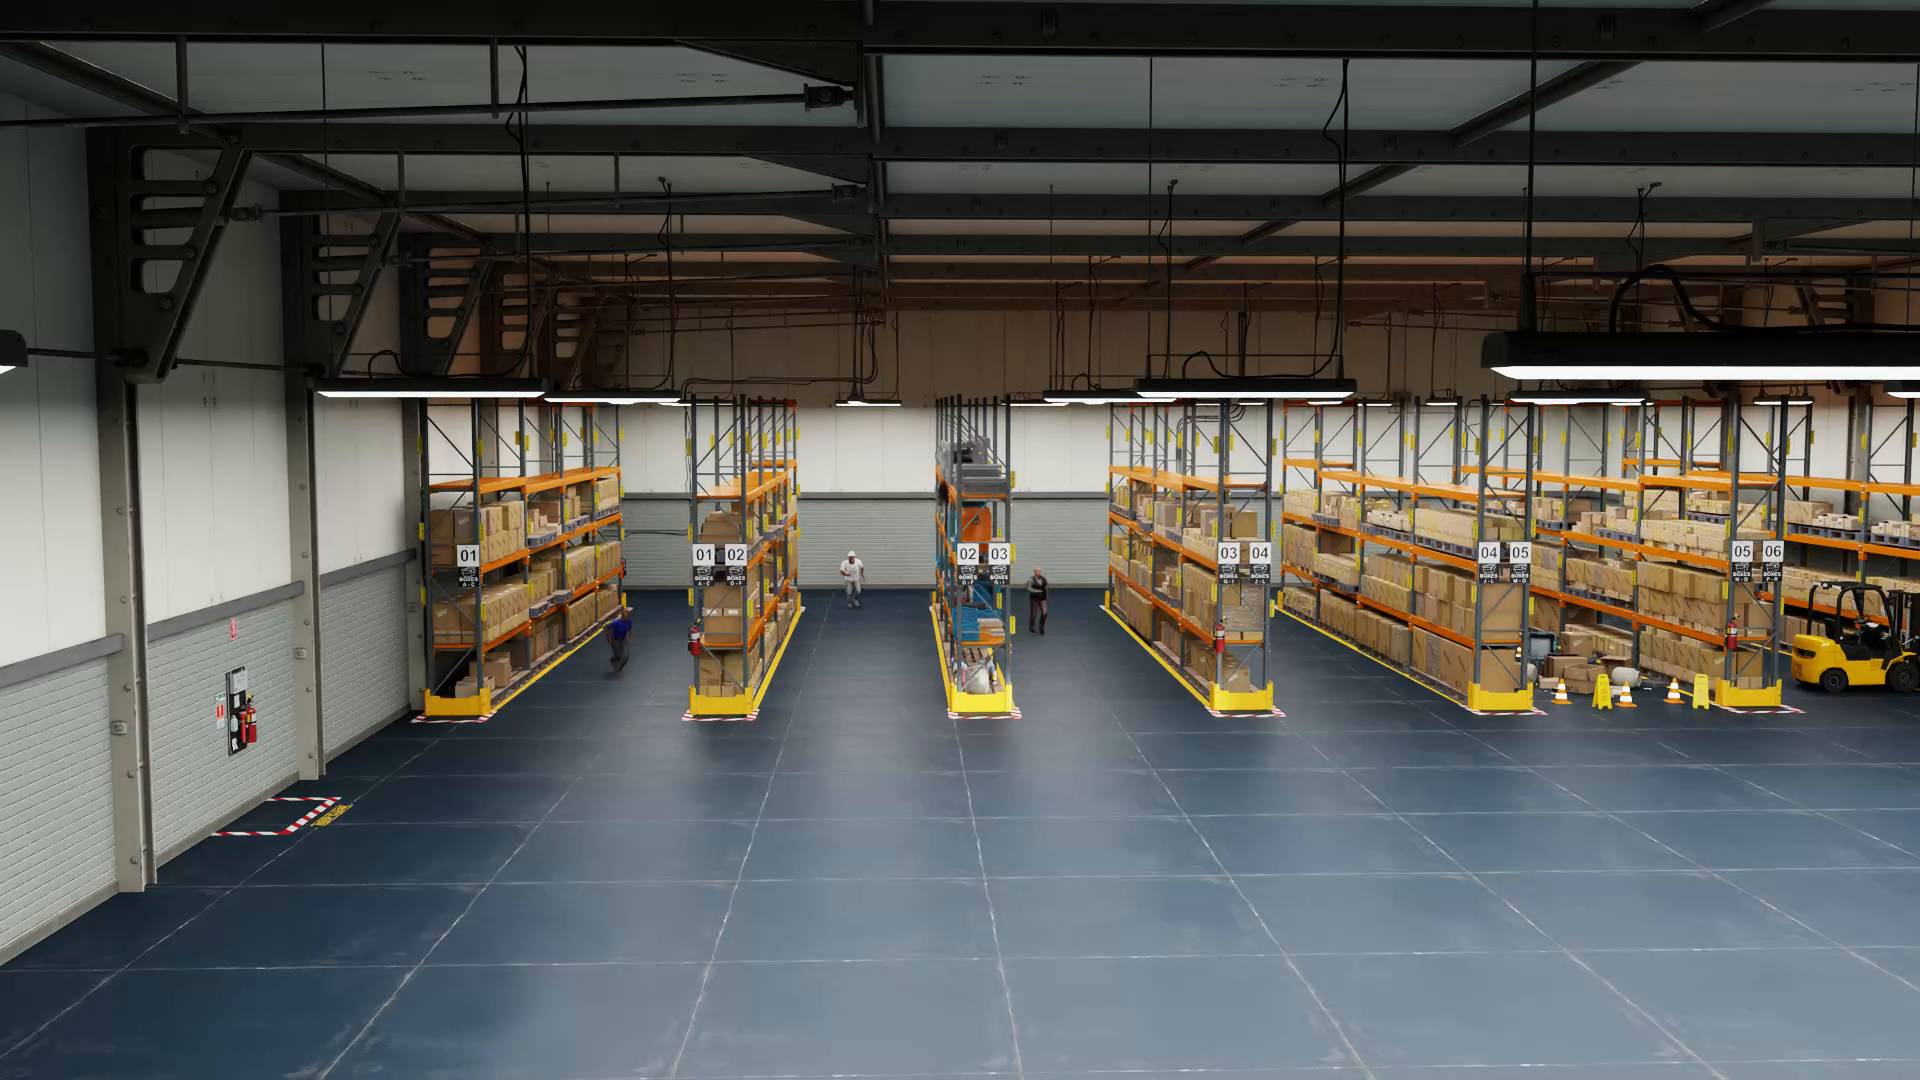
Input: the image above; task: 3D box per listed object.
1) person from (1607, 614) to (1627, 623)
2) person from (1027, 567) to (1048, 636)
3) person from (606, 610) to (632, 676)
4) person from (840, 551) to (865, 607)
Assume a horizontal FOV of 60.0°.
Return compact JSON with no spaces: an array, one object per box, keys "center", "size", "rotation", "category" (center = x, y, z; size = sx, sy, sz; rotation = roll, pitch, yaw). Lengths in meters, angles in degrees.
[{"center":[17.569,1.417,44.505],"size":[0.570,1.639,0.723],"rotation":[-2,5,-26],"category":"person"},{"center":[1.985,1.554,42.151],"size":[0.632,1.753,0.812],"rotation":[-1,5,-18],"category":"person"},{"center":[-7.327,2.205,35.672],"size":[0.588,1.454,0.814],"rotation":[-3,6,-36],"category":"person"},{"center":[-3.073,1.143,47.716],"size":[0.741,1.662,0.843],"rotation":[-1,5,-13],"category":"person"}]
